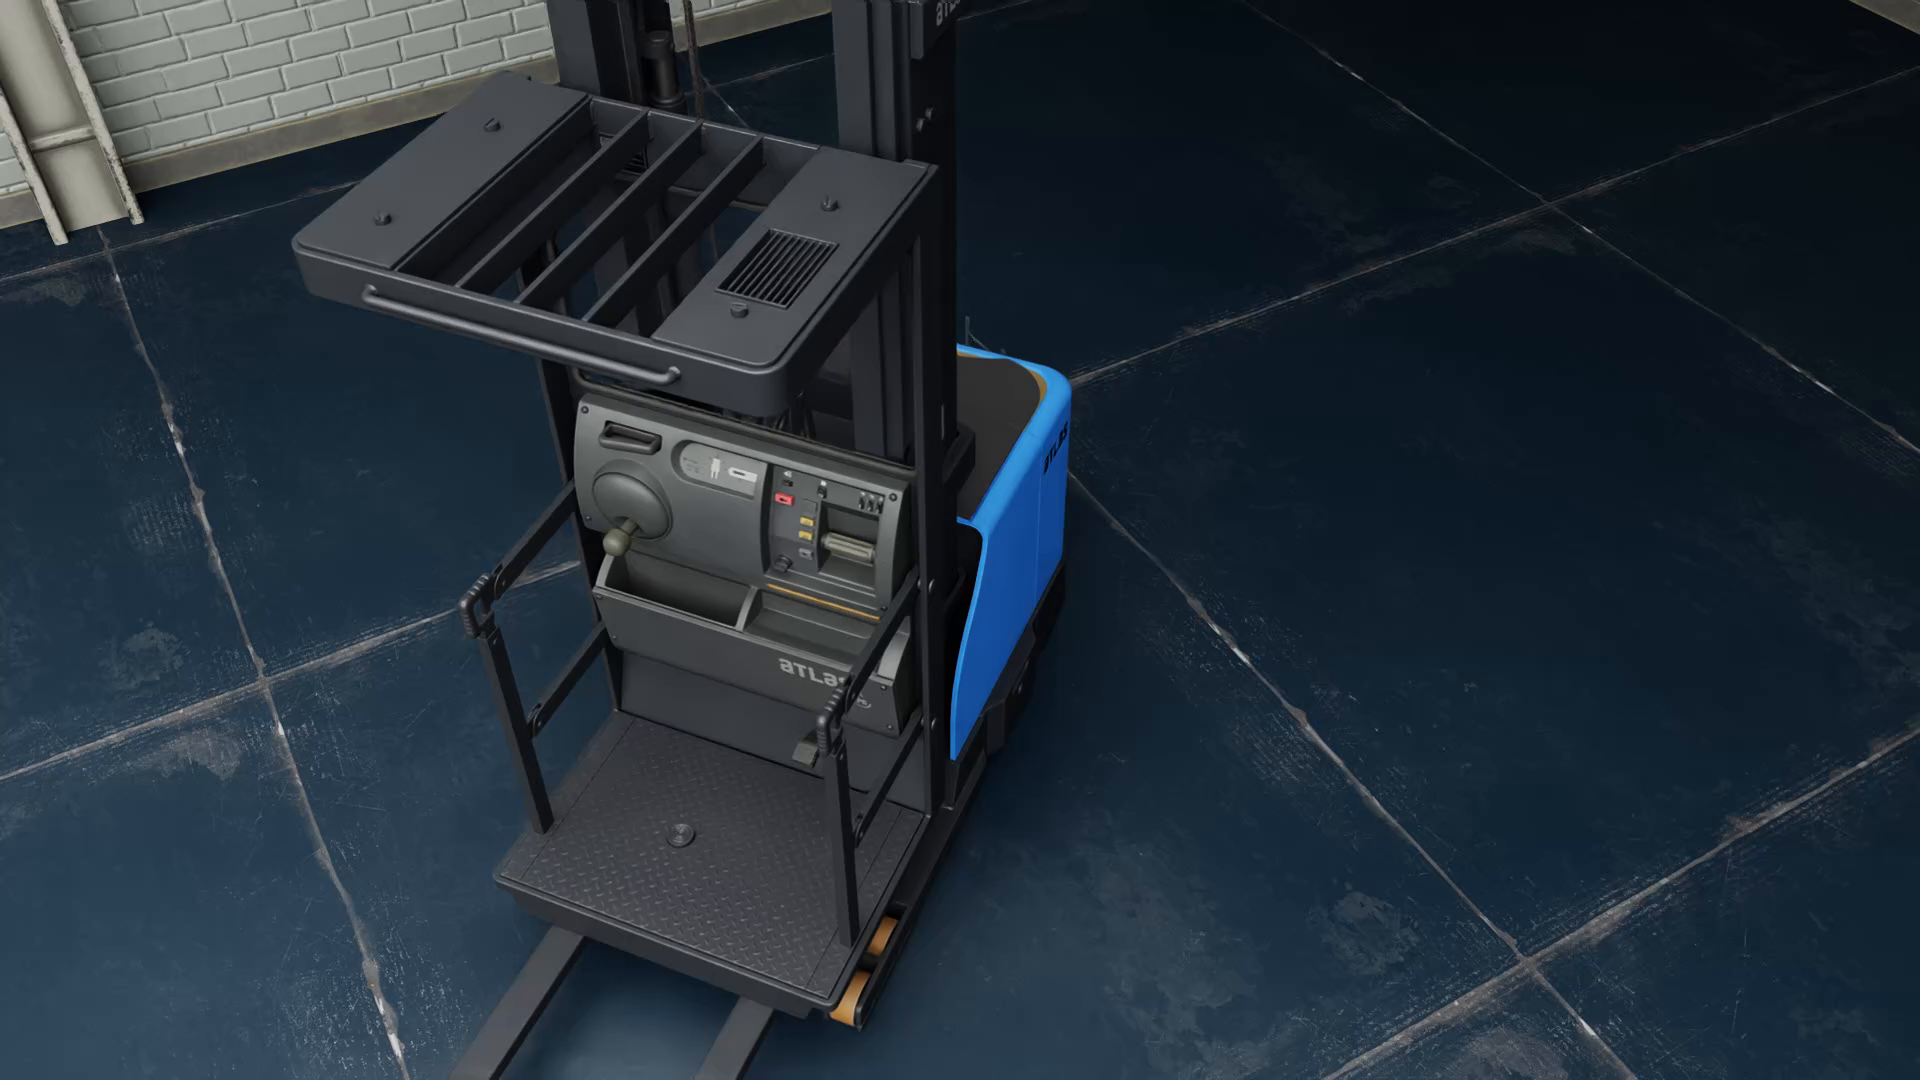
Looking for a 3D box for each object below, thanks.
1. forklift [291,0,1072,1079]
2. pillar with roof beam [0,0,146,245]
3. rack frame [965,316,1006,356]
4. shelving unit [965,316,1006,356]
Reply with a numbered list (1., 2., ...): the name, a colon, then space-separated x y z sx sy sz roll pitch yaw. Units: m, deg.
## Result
1. forklift: -0.660 0.006 4.140 1.130 2.935 3.031 16 46 16
2. pillar with roof beam: -1.917 -2.144 1.998 0.400 9.000 9.100 -22 48 -21
3. rack frame: 0.087 -0.383 5.999 0.006 0.900 0.240 -24 49 -23
4. shelving unit: 0.001 -0.345 5.959 0.210 0.900 0.258 -24 49 -23
